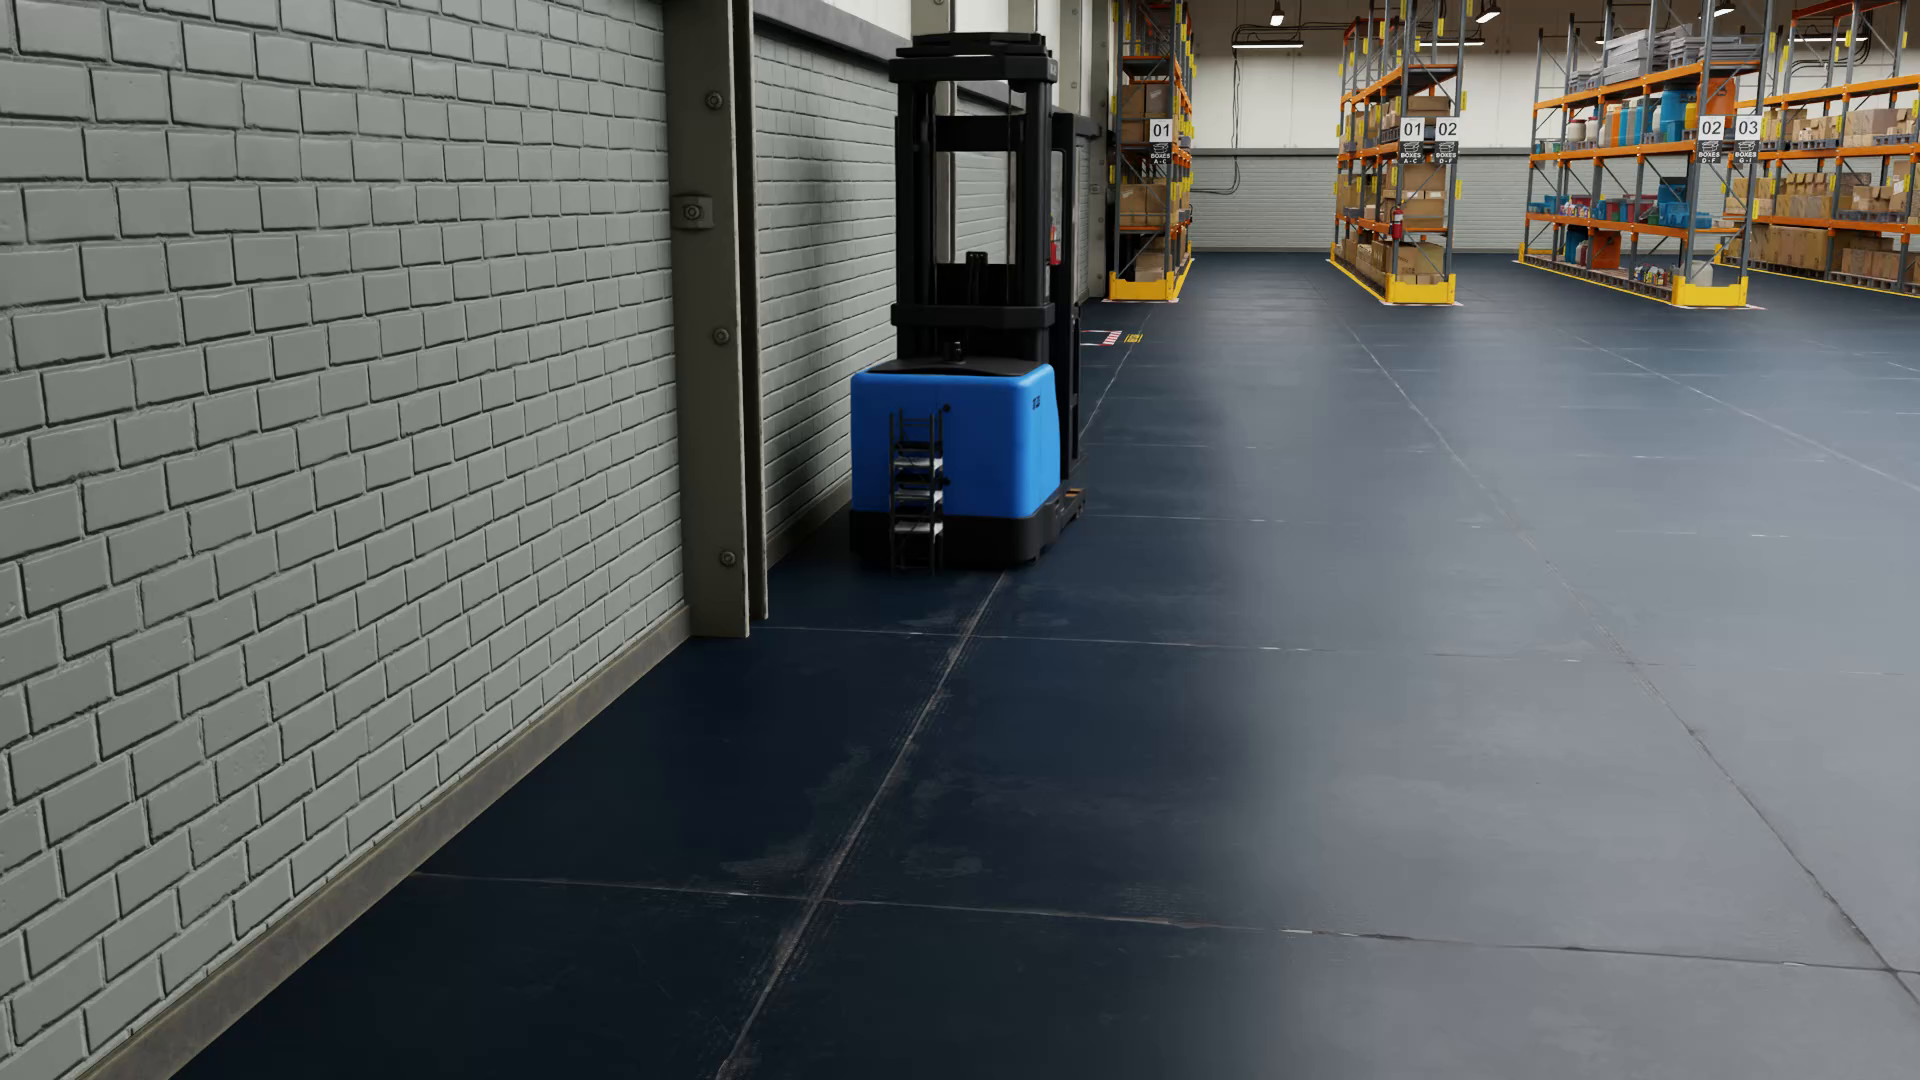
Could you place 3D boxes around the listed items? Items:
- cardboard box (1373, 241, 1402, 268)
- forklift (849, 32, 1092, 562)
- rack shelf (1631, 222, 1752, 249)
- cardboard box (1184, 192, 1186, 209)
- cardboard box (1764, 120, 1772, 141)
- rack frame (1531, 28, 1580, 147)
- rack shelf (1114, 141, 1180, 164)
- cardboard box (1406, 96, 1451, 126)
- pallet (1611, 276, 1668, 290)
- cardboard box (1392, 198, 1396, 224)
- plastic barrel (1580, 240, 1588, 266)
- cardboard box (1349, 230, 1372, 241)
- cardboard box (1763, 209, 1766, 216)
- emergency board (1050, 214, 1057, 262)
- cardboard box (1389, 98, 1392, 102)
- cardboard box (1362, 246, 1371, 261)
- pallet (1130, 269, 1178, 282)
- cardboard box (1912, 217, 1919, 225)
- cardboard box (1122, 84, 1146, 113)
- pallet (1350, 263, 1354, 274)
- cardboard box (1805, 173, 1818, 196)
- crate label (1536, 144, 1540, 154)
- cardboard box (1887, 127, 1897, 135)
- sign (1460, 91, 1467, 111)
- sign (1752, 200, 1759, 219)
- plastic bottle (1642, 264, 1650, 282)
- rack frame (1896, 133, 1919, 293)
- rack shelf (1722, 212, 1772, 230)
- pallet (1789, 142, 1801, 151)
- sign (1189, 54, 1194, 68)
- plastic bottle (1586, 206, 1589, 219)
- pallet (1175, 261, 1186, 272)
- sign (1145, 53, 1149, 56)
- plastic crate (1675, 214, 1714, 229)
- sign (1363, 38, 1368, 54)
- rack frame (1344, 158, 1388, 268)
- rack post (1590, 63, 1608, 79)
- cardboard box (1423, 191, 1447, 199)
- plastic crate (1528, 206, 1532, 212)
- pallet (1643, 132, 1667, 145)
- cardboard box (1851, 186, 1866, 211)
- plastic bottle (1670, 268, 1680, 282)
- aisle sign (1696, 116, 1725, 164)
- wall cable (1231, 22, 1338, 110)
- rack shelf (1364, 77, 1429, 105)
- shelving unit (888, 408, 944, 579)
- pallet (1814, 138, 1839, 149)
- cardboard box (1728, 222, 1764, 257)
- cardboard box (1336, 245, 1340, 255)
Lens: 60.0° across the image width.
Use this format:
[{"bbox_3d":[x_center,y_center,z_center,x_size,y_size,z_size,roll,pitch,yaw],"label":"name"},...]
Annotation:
[{"bbox_3d":[8.368,-5.583,32.531,0.500,0.500,0.500,2,12,9],"label":"cardboard box"},{"bbox_3d":[0.205,-1.577,10.352,1.130,2.935,3.031,3,12,13],"label":"forklift"},{"bbox_3d":[13.404,-5.617,30.645,1.077,0.370,4.000,2,12,9],"label":"rack shelf"},{"bbox_3d":[5.262,-8.365,40.696,0.500,0.500,0.500,2,12,9],"label":"cardboard box"},{"bbox_3d":[19.984,-9.936,40.387,0.700,0.500,0.500,3,12,12],"label":"cardboard box"},{"bbox_3d":[15.557,-11.816,43.460,1.000,3.000,0.127,2,12,9],"label":"rack frame"},{"bbox_3d":[3.615,-7.404,31.819,1.077,0.370,4.000,2,12,9],"label":"rack shelf"},{"bbox_3d":[8.295,-7.624,29.554,0.797,0.503,0.637,3,12,13],"label":"cardboard box"},{"bbox_3d":[13.794,-5.187,33.559,1.003,0.211,1.213,2,12,9],"label":"pallet"},{"bbox_3d":[8.522,-6.182,31.320,0.700,0.500,0.500,2,12,10],"label":"cardboard box"},{"bbox_3d":[14.559,-6.582,38.141,0.600,0.588,0.708,2,12,9],"label":"plastic barrel"},{"bbox_3d":[9.579,-7.270,39.718,0.500,0.250,0.500,2,12,9],"label":"cardboard box"},{"bbox_3d":[19.598,-7.895,40.104,0.380,0.149,0.250,2,12,10],"label":"cardboard box"},{"bbox_3d":[1.219,-4.285,22.756,0.194,1.169,0.643,2,12,9],"label":"emergency board"},{"bbox_3d":[9.016,-8.758,33.970,0.500,0.500,0.500,3,13,14],"label":"cardboard box"},{"bbox_3d":[8.830,-6.092,35.340,0.500,0.311,0.500,2,12,8],"label":"cardboard box"},{"bbox_3d":[4.226,-5.760,36.219,1.003,0.211,1.213,2,12,9],"label":"pallet"},{"bbox_3d":[18.224,-6.015,31.381,0.380,0.149,0.250,2,12,9],"label":"cardboard box"},{"bbox_3d":[3.115,-7.985,30.149,0.500,0.500,0.500,2,12,11],"label":"cardboard box"},{"bbox_3d":[9.775,-6.423,39.298,1.003,0.211,1.213,2,12,9],"label":"pallet"},{"bbox_3d":[19.549,-8.024,37.486,0.797,0.503,0.637,2,12,10],"label":"cardboard box"},{"bbox_3d":[15.096,-10.095,42.949,0.408,0.251,0.502,2,12,9],"label":"crate label"},{"bbox_3d":[18.795,-8.176,33.247,0.380,0.166,0.250,2,12,7],"label":"cardboard box"},{"bbox_3d":[8.750,-7.627,28.880,0.100,0.325,0.005,2,12,9],"label":"sign"},{"bbox_3d":[13.639,-5.669,28.522,0.100,0.325,0.005,2,12,9],"label":"sign"},{"bbox_3d":[13.148,-5.111,31.834,0.144,0.351,0.185,1,12,6],"label":"plastic bottle"},{"bbox_3d":[18.605,-6.225,31.757,1.000,3.000,0.127,2,12,9],"label":"rack frame"},{"bbox_3d":[20.143,-7.955,41.492,1.077,0.370,4.000,2,12,9],"label":"rack shelf"},{"bbox_3d":[19.743,-9.070,38.295,0.805,0.209,1.217,1,12,6],"label":"pallet"},{"bbox_3d":[5.690,-11.784,40.909,0.100,0.325,0.005,2,12,9],"label":"sign"},{"bbox_3d":[14.003,-7.307,37.055,0.061,0.283,0.133,2,12,9],"label":"plastic bottle"},{"bbox_3d":[4.923,-6.591,40.073,1.003,0.211,1.213,2,12,9],"label":"pallet"},{"bbox_3d":[4.608,-11.861,41.078,0.100,0.325,0.005,2,12,9],"label":"sign"},{"bbox_3d":[12.877,-5.594,29.182,0.499,0.251,0.616,2,12,9],"label":"plastic crate"},{"bbox_3d":[8.895,-10.823,36.447,0.100,0.325,0.005,2,12,9],"label":"sign"},{"bbox_3d":[10.048,-8.212,40.977,1.000,3.000,0.127,2,12,9],"label":"rack frame"},{"bbox_3d":[14.397,-10.266,36.447,0.954,0.300,0.937,2,12,9],"label":"rack post"},{"bbox_3d":[8.475,-6.154,29.654,0.380,0.149,0.250,2,12,8],"label":"cardboard box"},{"bbox_3d":[15.062,-8.679,43.627,0.250,0.136,0.298,2,12,9],"label":"plastic crate"},{"bbox_3d":[13.697,-7.606,31.494,1.213,0.211,1.003,2,12,9],"label":"pallet"},{"bbox_3d":[19.177,-7.198,35.038,0.500,0.500,0.500,0,12,2],"label":"cardboard box"},{"bbox_3d":[13.717,-5.085,31.889,0.152,0.276,0.135,2,12,9],"label":"plastic bottle"},{"bbox_3d":[12.792,-6.818,28.339,0.394,0.787,0.004,2,12,9],"label":"aisle sign"},{"bbox_3d":[9.664,-14.166,49.748,3.097,2.526,0.112,2,12,9],"label":"wall cable"},{"bbox_3d":[9.125,-9.348,34.667,1.077,0.370,4.000,2,12,9],"label":"rack shelf"},{"bbox_3d":[-0.236,-0.254,9.034,0.258,0.900,0.210,3,12,13],"label":"shelving unit"},{"bbox_3d":[19.267,-8.567,35.954,1.213,0.211,1.003,2,12,11],"label":"pallet"},{"bbox_3d":[20.432,-7.753,42.897,0.875,0.875,0.875,2,12,9],"label":"cardboard box"},{"bbox_3d":[10.145,-7.603,43.636,0.500,0.250,0.500,2,12,9],"label":"cardboard box"}]
